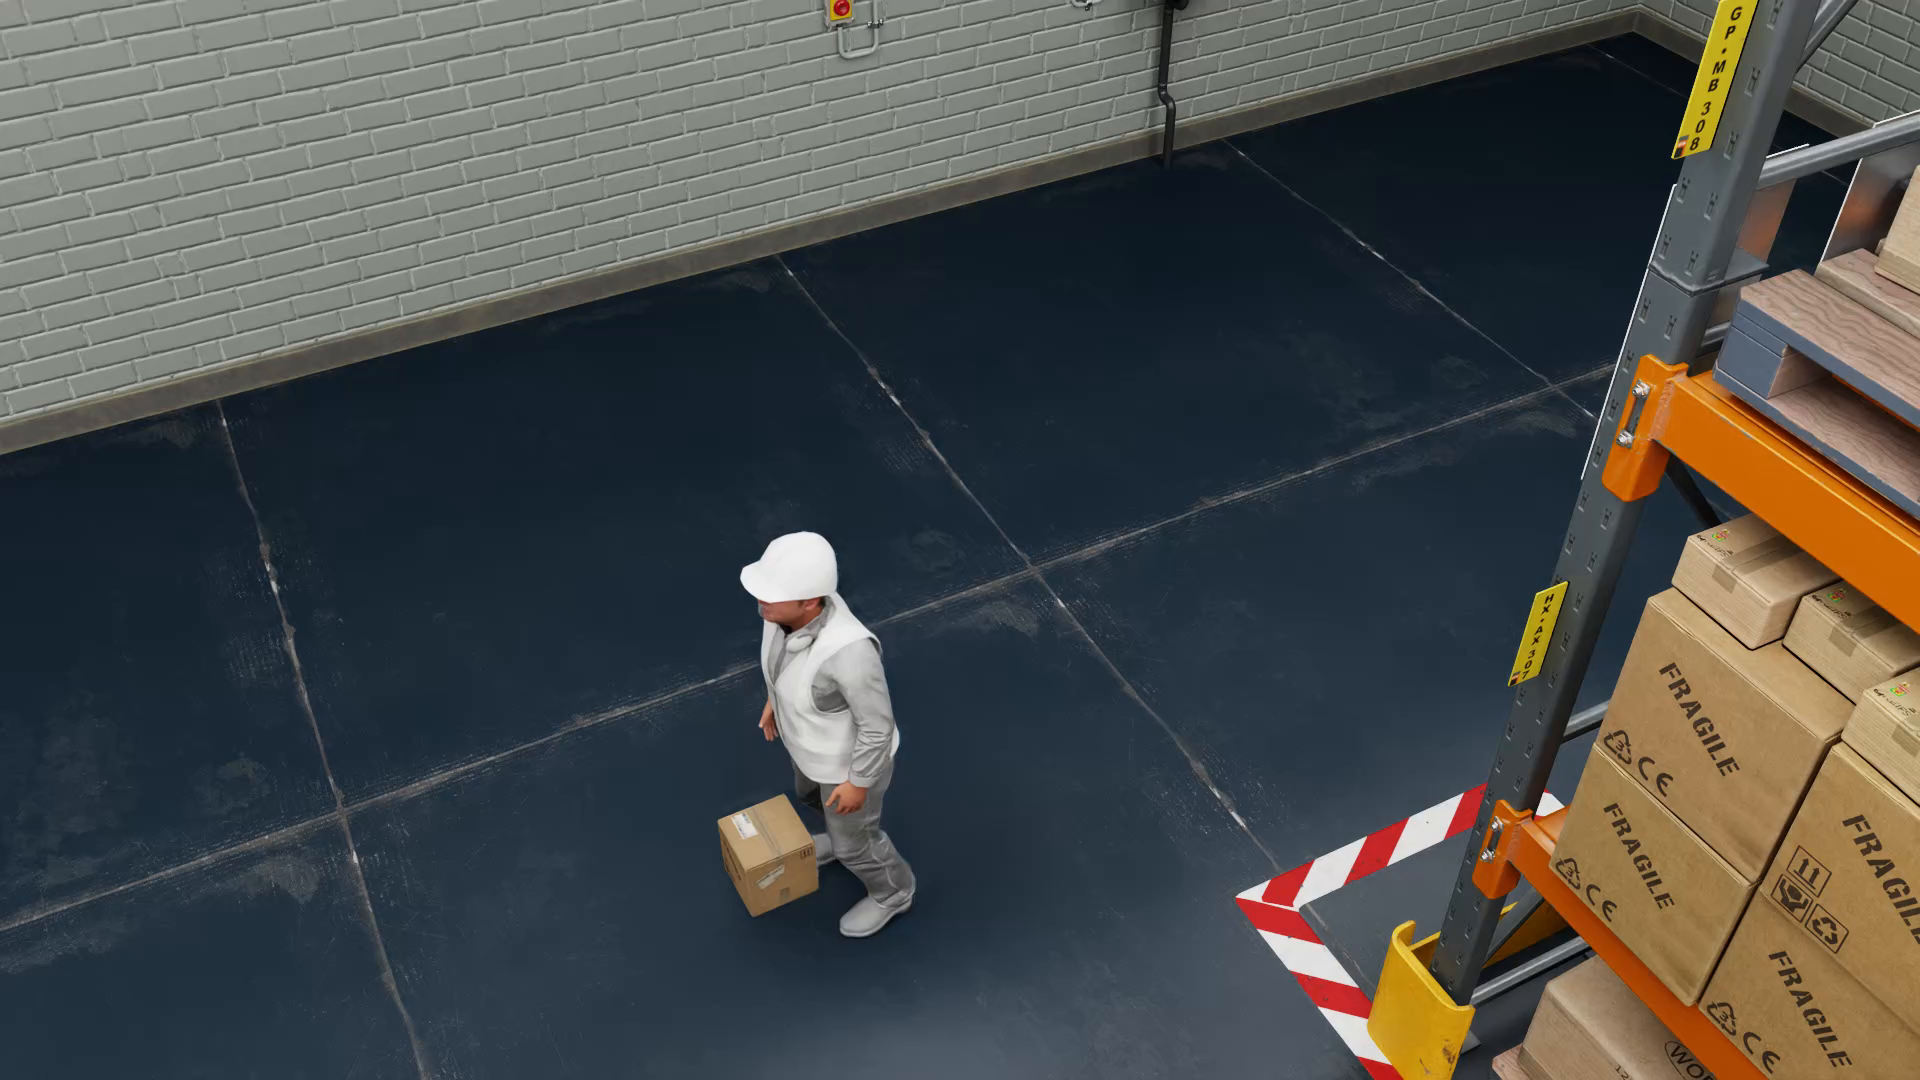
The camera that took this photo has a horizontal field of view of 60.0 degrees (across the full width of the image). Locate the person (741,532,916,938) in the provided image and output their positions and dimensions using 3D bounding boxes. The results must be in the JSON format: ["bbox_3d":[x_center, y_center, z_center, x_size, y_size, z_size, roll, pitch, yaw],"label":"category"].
[{"bbox_3d":[-0.418,0.637,5.417,0.483,1.755,0.654,-20,45,-21],"label":"person"}]
